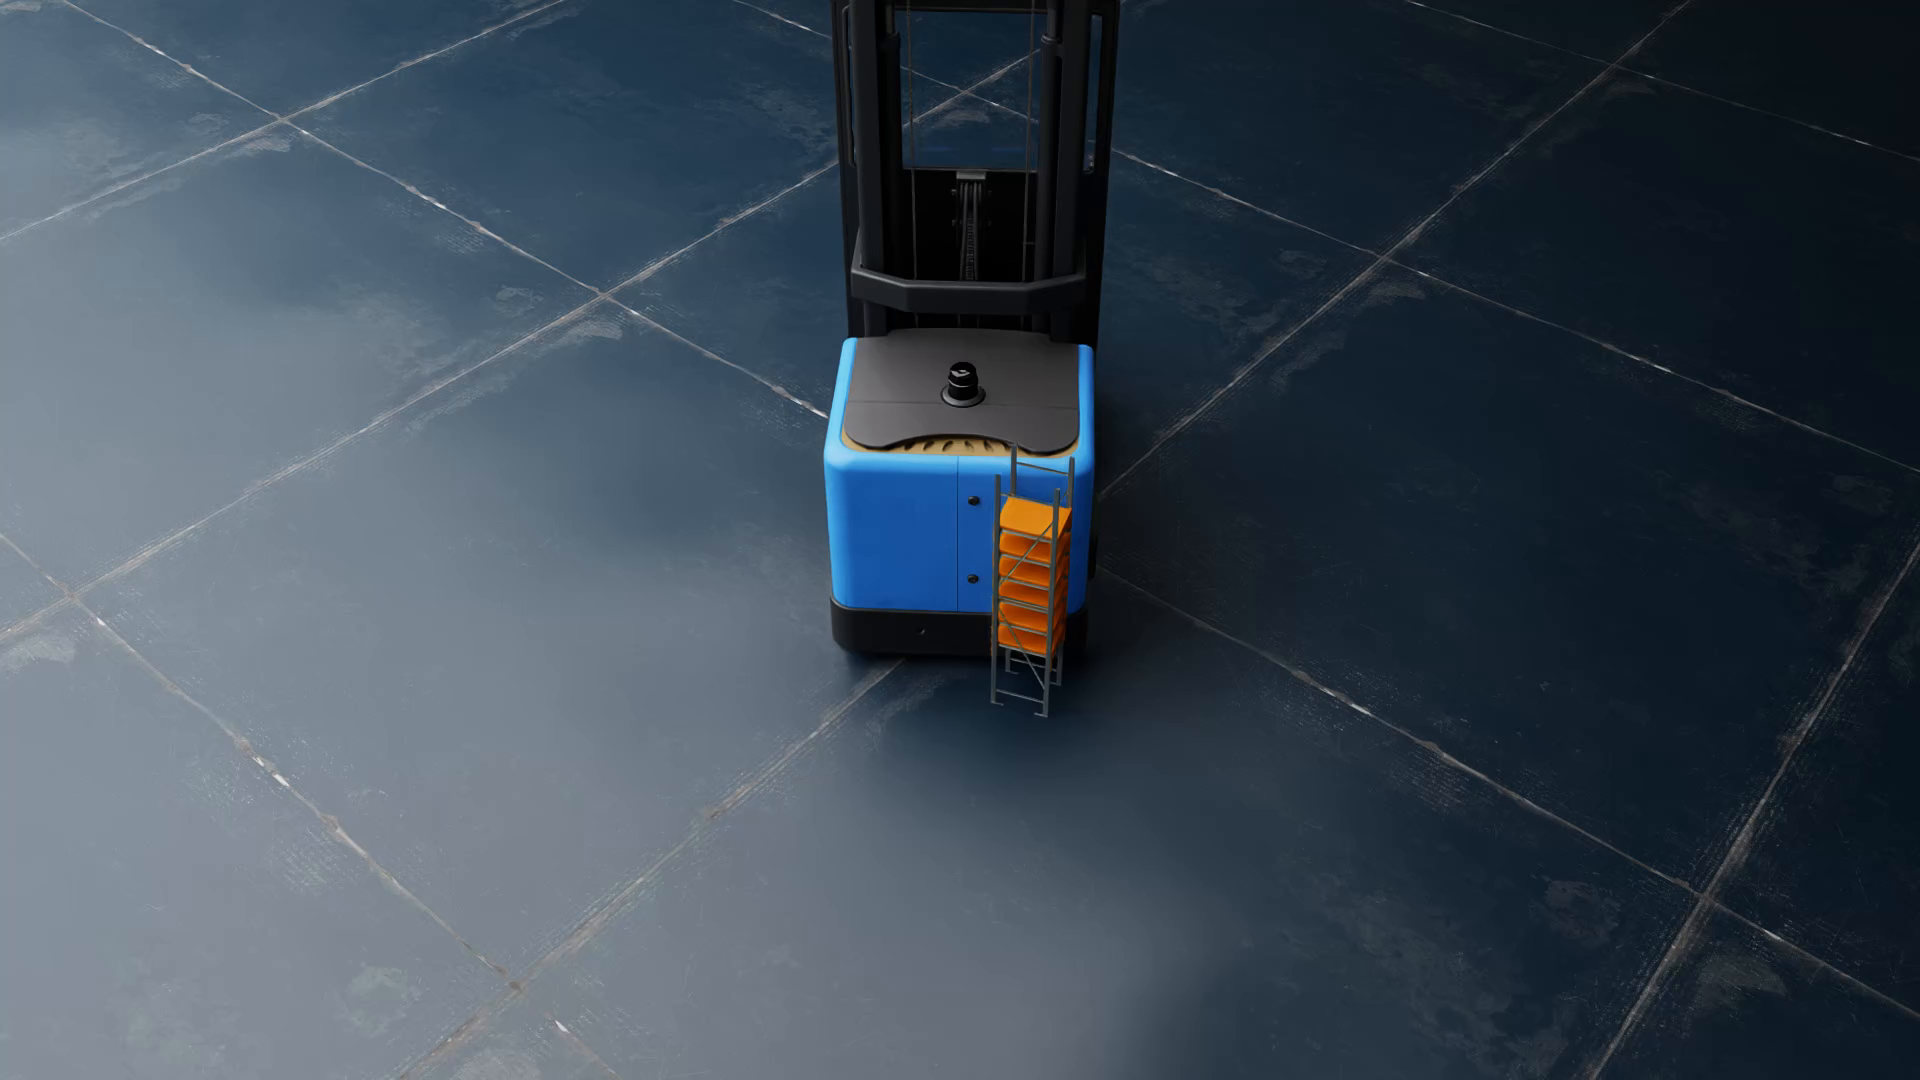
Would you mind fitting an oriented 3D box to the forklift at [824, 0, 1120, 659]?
[{"bbox_3d":[0.069,-1.576,6.987,1.130,2.935,3.031,2,42,2],"label":"forklift"}]

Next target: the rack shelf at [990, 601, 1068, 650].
[{"bbox_3d":[0.269,0.303,6.452,0.258,0.103,0.180,14,44,14],"label":"rack shelf"}]

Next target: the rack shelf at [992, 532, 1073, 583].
[{"bbox_3d":[0.269,0.036,6.210,0.258,0.103,0.180,14,44,14],"label":"rack shelf"}]

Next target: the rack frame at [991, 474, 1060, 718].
[{"bbox_3d":[0.238,0.239,6.278,0.240,1.200,0.006,14,44,14],"label":"rack frame"}]

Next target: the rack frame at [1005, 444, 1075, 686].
[{"bbox_3d":[0.300,0.123,6.405,0.240,1.200,0.006,14,44,14],"label":"rack frame"}]

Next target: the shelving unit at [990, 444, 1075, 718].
[{"bbox_3d":[0.269,0.181,6.341,0.258,1.200,0.189,14,44,14],"label":"shelving unit"}]

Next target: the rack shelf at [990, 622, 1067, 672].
[{"bbox_3d":[0.269,0.391,6.533,0.258,0.103,0.180,14,44,14],"label":"rack shelf"}]

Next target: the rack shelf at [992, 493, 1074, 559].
[{"bbox_3d":[0.269,-0.053,6.129,0.258,0.103,0.180,14,44,14],"label":"rack shelf"}]

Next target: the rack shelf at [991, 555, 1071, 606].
[{"bbox_3d":[0.269,0.125,6.291,0.258,0.103,0.180,14,44,14],"label":"rack shelf"}]

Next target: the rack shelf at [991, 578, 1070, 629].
[{"bbox_3d":[0.269,0.214,6.371,0.258,0.103,0.180,14,44,14],"label":"rack shelf"}]
